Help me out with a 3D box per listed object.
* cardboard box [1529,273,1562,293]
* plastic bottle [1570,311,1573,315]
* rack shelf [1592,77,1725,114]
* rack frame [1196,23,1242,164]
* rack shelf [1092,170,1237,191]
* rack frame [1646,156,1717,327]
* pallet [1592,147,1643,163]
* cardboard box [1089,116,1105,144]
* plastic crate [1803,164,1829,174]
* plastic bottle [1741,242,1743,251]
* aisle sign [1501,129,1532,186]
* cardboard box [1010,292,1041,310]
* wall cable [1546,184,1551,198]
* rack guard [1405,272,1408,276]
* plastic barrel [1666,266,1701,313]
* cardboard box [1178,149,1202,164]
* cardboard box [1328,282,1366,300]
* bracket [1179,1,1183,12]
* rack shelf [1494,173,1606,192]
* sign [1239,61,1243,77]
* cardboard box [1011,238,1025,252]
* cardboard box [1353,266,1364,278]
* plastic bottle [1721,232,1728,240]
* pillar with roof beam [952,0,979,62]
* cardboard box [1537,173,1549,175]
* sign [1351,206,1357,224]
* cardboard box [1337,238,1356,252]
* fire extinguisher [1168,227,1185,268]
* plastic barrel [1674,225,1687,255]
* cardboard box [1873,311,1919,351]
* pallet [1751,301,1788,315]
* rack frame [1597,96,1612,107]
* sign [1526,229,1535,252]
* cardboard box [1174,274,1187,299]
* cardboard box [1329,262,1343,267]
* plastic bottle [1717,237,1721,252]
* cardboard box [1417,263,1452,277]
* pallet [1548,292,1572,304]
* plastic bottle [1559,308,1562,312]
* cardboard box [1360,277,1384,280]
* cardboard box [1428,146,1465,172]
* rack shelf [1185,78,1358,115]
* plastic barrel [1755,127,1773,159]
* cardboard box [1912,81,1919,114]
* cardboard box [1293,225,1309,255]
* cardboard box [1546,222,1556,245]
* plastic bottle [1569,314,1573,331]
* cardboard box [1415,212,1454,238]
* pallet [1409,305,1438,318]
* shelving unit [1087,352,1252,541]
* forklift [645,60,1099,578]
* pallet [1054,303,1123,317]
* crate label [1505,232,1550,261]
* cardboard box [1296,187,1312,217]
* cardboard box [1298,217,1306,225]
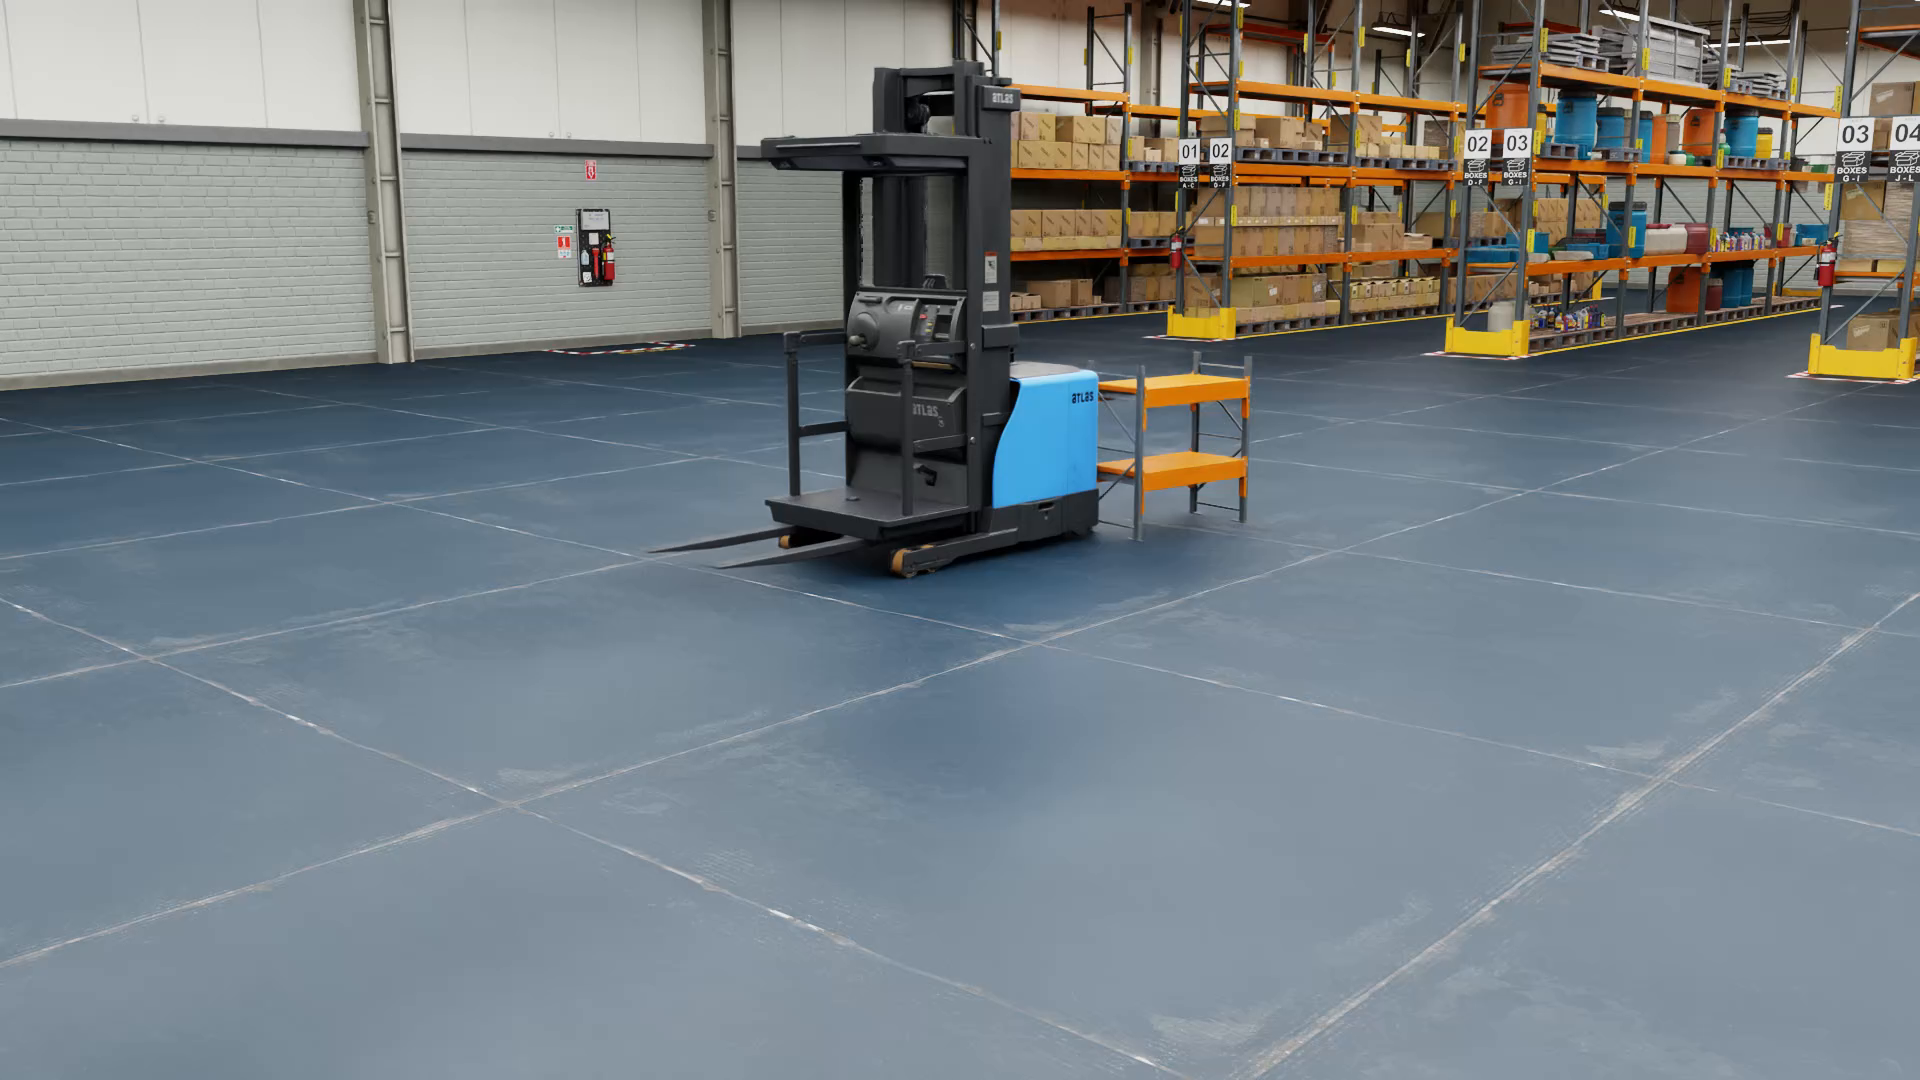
[{"bbox_3d":[13.170,-5.882,37.754,0.797,0.503,0.637,10,15,40],"label":"cardboard box"},{"bbox_3d":[9.632,-3.462,26.197,0.061,0.283,0.133,10,15,40],"label":"plastic bottle"},{"bbox_3d":[11.692,-7.483,28.058,1.077,0.370,4.000,10,15,40],"label":"rack shelf"},{"bbox_3d":[5.570,-9.607,35.835,1.000,3.000,0.127,10,15,40],"label":"rack frame"},{"bbox_3d":[4.250,-7.489,34.726,1.077,0.370,4.000,10,15,40],"label":"rack shelf"},{"bbox_3d":[13.012,-5.384,30.009,1.000,3.000,0.127,10,15,40],"label":"rack frame"},{"bbox_3d":[9.969,-6.055,26.193,1.213,0.211,1.003,10,15,40],"label":"pallet"},{"bbox_3d":[2.447,-7.905,32.115,0.500,0.500,0.500,11,16,43],"label":"cardboard box"},{"bbox_3d":[17.856,-7.746,34.718,0.450,0.188,0.336,10,15,40],"label":"plastic crate"},{"bbox_3d":[14.763,-5.573,31.462,0.097,0.201,0.097,0,11,0],"label":"plastic bottle"},{"bbox_3d":[7.904,-5.433,23.619,0.394,0.787,0.004,10,15,40],"label":"aisle sign"},{"bbox_3d":[1.190,-4.559,31.621,0.500,0.311,0.500,-11,15,-43],"label":"cardboard box"},{"bbox_3d":[14.853,-10.047,45.967,3.097,2.526,0.112,10,15,40],"label":"wall cable"},{"bbox_3d":[10.867,-6.620,42.578,1.175,0.500,0.348,10,15,40],"label":"rack guard"},{"bbox_3d":[13.322,-4.600,30.552,0.600,0.830,0.708,10,15,40],"label":"plastic barrel"},{"bbox_3d":[4.645,-8.018,35.222,0.637,0.503,0.797,-10,15,-40],"label":"cardboard box"},{"bbox_3d":[7.113,-4.598,30.588,0.500,0.311,0.500,10,15,41],"label":"cardboard box"},{"bbox_3d":[4.603,-11.308,35.160,0.235,0.232,0.430,10,15,40],"label":"bracket"},{"bbox_3d":[13.254,-8.026,37.415,1.077,0.370,4.000,10,15,40],"label":"rack shelf"},{"bbox_3d":[5.984,-10.035,35.392,0.100,0.325,0.005,10,15,40],"label":"sign"},{"bbox_3d":[0.850,-5.455,30.696,0.500,0.250,0.500,9,15,39],"label":"cardboard box"},{"bbox_3d":[9.456,-6.479,40.802,0.700,0.500,0.500,10,15,42],"label":"cardboard box"},{"bbox_3d":[14.361,-5.609,31.260,0.144,0.351,0.185,10,15,40],"label":"plastic bottle"},{"bbox_3d":[3.335,-8.088,28.231,9.100,9.000,0.400,10,15,40],"label":"pillar with roof beam"},{"bbox_3d":[12.441,-8.050,36.084,0.500,0.250,0.500,10,15,40],"label":"cardboard box"},{"bbox_3d":[7.071,-5.828,29.821,0.100,0.325,0.005,10,15,40],"label":"sign"},{"bbox_3d":[6.945,-5.441,30.678,0.500,0.250,0.500,11,16,44],"label":"cardboard box"},{"bbox_3d":[3.586,-4.853,27.547,0.296,0.674,0.183,10,15,40],"label":"fire extinguisher"},{"bbox_3d":[12.493,-5.260,29.102,0.421,0.512,0.421,0,11,0],"label":"plastic barrel"},{"bbox_3d":[12.673,-2.819,22.474,0.500,0.500,0.500,-10,15,-42],"label":"cardboard box"},{"bbox_3d":[16.109,-4.718,33.796,1.003,0.211,1.213,10,15,40],"label":"pallet"},{"bbox_3d":[14.575,-10.144,38.524,1.000,3.000,0.127,10,15,40],"label":"rack frame"},{"bbox_3d":[8.142,-4.271,23.730,0.100,0.325,0.005,10,15,40],"label":"sign"},{"bbox_3d":[4.400,-5.405,35.371,0.700,0.500,0.500,10,15,40],"label":"cardboard box"},{"bbox_3d":[9.144,-6.675,40.128,0.380,0.149,0.250,10,15,42],"label":"cardboard box"},{"bbox_3d":[13.846,-5.413,30.472,0.152,0.276,0.135,10,15,40],"label":"plastic bottle"},{"bbox_3d":[9.769,-5.560,34.232,0.500,0.250,0.500,11,15,42],"label":"cardboard box"},{"bbox_3d":[13.193,-5.527,37.846,1.003,0.211,1.213,10,15,40],"label":"pallet"},{"bbox_3d":[9.719,-3.624,27.010,0.061,0.283,0.133,10,15,40],"label":"plastic bottle"},{"bbox_3d":[8.049,-4.965,32.429,0.500,0.311,0.500,9,15,39],"label":"cardboard box"},{"bbox_3d":[9.556,-7.614,33.258,0.910,0.500,0.500,10,15,40],"label":"cardboard box"},{"bbox_3d":[5.333,-7.535,28.321,1.077,0.370,4.000,10,15,40],"label":"rack shelf"},{"bbox_3d":[15.202,-7.581,31.799,0.600,0.588,0.600,0,11,0],"label":"plastic barrel"},{"bbox_3d":[12.635,-5.661,21.447,0.500,0.500,0.500,10,15,40],"label":"cardboard box"},{"bbox_3d":[5.688,-5.268,29.172,0.700,0.500,0.500,10,15,41],"label":"cardboard box"},{"bbox_3d":[12.811,-6.778,36.733,0.500,0.500,0.500,10,15,41],"label":"cardboard box"},{"bbox_3d":[9.454,-3.376,25.800,0.097,0.271,0.097,0,11,0],"label":"plastic bottle"},{"bbox_3d":[9.625,-6.387,33.704,0.700,0.500,0.500,4,12,21],"label":"cardboard box"},{"bbox_3d":[8.721,-4.542,32.910,1.003,0.211,1.213,10,15,40],"label":"pallet"},{"bbox_3d":[1.388,-0.645,11.066,1.048,1.125,0.538,-9,14,-39],"label":"shelving unit"},{"bbox_3d":[-0.477,-1.330,9.886,1.130,2.935,3.031,11,15,43],"label":"forklift"},{"bbox_3d":[2.513,-4.606,33.231,1.003,0.211,1.213,10,15,40],"label":"pallet"},{"bbox_3d":[8.743,-4.530,25.644,0.502,0.435,0.616,10,15,40],"label":"crate label"},{"bbox_3d":[5.701,-5.908,29.063,0.700,0.500,0.500,10,15,40],"label":"cardboard box"},{"bbox_3d":[5.795,-5.549,28.925,0.380,0.149,0.250,10,15,42],"label":"cardboard box"}]
